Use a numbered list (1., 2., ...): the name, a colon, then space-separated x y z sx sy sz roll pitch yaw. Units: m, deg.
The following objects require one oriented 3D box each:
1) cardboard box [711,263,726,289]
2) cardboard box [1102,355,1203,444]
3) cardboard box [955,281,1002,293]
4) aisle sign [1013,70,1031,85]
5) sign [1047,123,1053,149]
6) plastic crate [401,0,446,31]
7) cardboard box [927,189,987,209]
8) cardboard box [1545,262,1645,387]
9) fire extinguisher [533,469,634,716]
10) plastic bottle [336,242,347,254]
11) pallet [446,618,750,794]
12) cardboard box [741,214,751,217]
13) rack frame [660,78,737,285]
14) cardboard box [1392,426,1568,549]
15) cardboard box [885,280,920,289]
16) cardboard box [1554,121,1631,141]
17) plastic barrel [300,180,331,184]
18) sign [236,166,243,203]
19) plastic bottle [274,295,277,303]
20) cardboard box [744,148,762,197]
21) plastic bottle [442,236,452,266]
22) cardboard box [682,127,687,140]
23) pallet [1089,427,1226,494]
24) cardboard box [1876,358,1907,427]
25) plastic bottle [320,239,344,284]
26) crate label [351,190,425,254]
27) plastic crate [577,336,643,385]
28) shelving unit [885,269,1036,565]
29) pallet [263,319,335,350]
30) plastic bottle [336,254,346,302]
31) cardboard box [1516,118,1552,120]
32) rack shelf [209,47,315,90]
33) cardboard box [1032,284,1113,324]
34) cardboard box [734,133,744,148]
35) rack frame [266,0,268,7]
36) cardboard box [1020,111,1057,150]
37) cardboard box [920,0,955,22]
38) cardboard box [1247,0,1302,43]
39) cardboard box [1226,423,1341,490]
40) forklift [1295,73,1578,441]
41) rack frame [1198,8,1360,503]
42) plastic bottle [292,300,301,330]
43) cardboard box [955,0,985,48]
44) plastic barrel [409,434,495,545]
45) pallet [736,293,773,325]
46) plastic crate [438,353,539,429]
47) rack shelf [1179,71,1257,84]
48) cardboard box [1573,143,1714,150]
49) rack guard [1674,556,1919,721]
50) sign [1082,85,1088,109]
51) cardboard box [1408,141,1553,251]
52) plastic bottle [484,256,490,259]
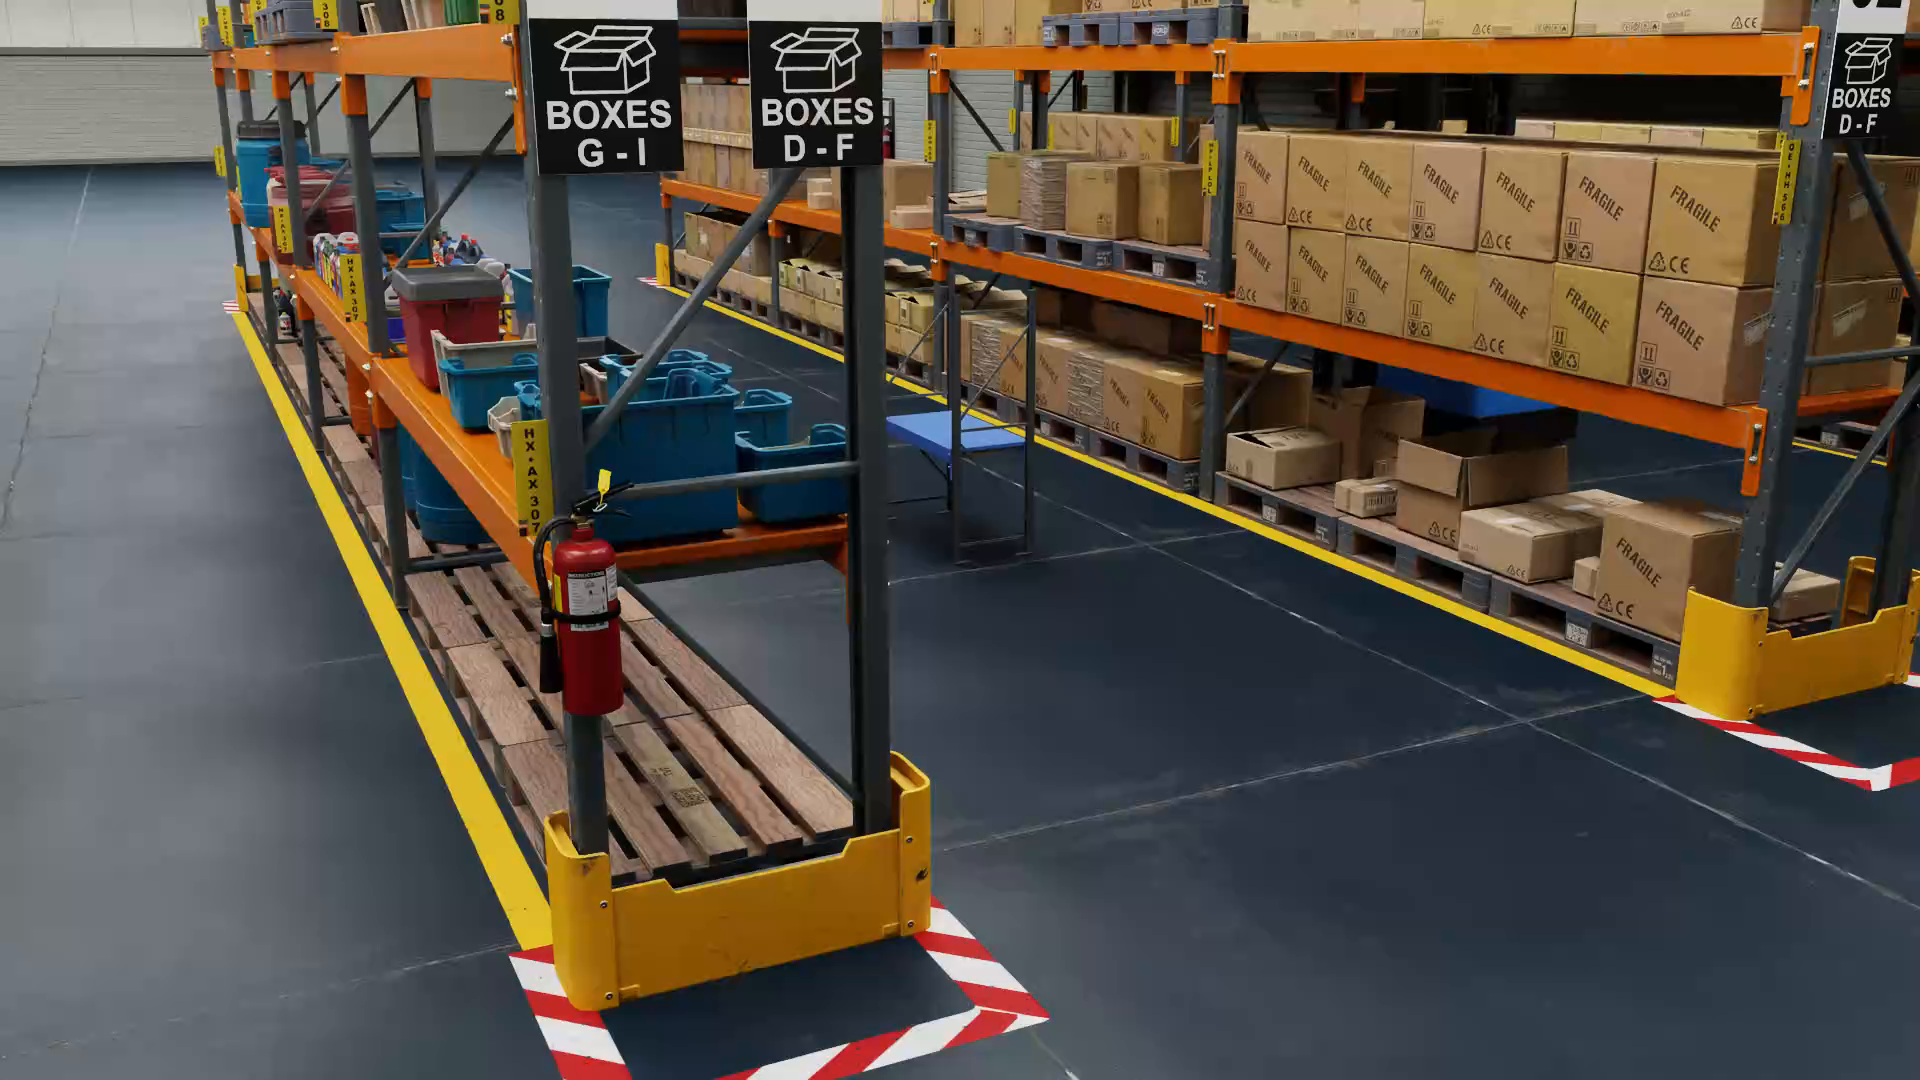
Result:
1. cardboard box: -2.560 -3.075 19.252 0.500 0.250 0.500 -8 18 -25
2. cardboard box: 1.324 -0.973 11.437 0.500 0.500 0.500 -8 18 -25
3. cardboard box: 0.051 -2.188 15.143 0.500 0.311 0.500 -8 18 -26
4. aisle sign: 0.899 -6.558 22.451 0.394 0.787 0.004 -8 18 -25
5. sign: 0.738 -3.330 13.960 0.100 0.325 0.005 -8 18 -25
6. plastic crate: -1.824 -1.960 6.181 0.437 0.136 0.530 -8 18 -25
7. cardboard box: 0.036 -2.946 14.739 0.500 0.311 0.500 -8 18 -26
8. cardboard box: 3.087 -1.014 7.665 0.500 0.500 0.500 -7 18 -24
9. fire extinguisher: -1.038 0.147 4.618 0.296 0.674 0.183 -8 18 -25
10. plastic bottle: -4.018 -1.798 10.812 0.097 0.271 0.097 0 16 0
11. pallet: -1.553 0.667 7.044 1.003 0.211 1.213 -8 18 -25
12. cardboard box: -2.297 -3.624 19.807 0.500 0.500 0.500 -8 18 -25
13. rack frame: -3.251 -4.727 20.785 1.000 3.000 0.127 -8 18 -25
14. cardboard box: 2.834 -0.298 9.079 0.797 0.503 0.637 -8 18 -25
15. cardboard box: -0.649 -2.247 15.349 0.500 0.311 0.500 -8 18 -25
16. cardboard box: 5.361 -3.378 13.967 0.500 0.250 0.500 -8 18 -26
17. plastic barrel: -5.028 -2.533 12.937 0.421 0.512 0.421 0 16 0
18. sign: -6.452 -3.207 14.986 0.100 0.325 0.005 -8 18 -25
19. plastic bottle: -6.687 -2.251 16.284 0.061 0.283 0.133 -6 17 -21
20. cardboard box: -1.935 -4.023 18.149 0.700 0.500 0.500 -8 18 -25
21. plastic bottle: -3.419 -1.899 11.163 0.097 0.271 0.097 0 16 0
22. cardboard box: -3.154 -4.898 20.025 0.380 0.149 0.250 -8 18 -26
23. pallet: 1.616 -0.608 11.488 1.003 0.211 1.213 -8 18 -25
24. cardboard box: 6.910 -1.029 11.668 0.700 0.500 0.500 -8 18 -25
25. plastic bottle: -4.099 -1.825 10.897 0.152 0.276 0.135 -8 18 -25
26. crate label: -4.392 -2.442 12.757 0.502 0.435 0.616 -8 18 -25
27. plastic crate: -1.716 -0.805 7.509 0.437 0.125 0.590 -8 18 -25
28. shelving unit: -0.037 -0.742 9.617 0.538 1.500 1.048 -8 18 -25
29. pallet: -6.209 -1.969 16.229 1.003 0.211 1.213 -8 18 -25
30. plastic bottle: -3.694 -1.596 10.099 0.152 0.276 0.135 -8 18 -25
31. cardboard box: 4.909 -3.627 14.836 0.500 0.250 0.500 -8 18 -26
32. rack shelf: -6.829 -4.730 16.660 1.077 0.370 4.000 -8 18 -25
33. cardboard box: 0.903 -1.897 13.297 0.500 0.250 0.500 -7 17 -23
34. cardboard box: -2.254 -4.389 18.250 0.380 0.149 0.250 -8 18 -25
35. rack frame: -4.200 -5.029 10.962 1.000 3.000 0.127 -8 18 -25
36. cardboard box: 1.140 -5.470 22.250 0.500 0.500 0.500 -8 18 -25
37. cardboard box: 0.005 -4.421 13.790 0.500 0.250 0.500 -9 18 -29
38. cardboard box: 1.997 -2.971 9.499 0.500 0.250 0.500 -8 18 -25
39. cardboard box: 1.996 -0.540 10.273 0.500 0.311 0.500 -8 18 -25
40. forklift: 3.372 -2.395 12.781 1.130 2.935 3.031 -8 18 -26
41. rack frame: 2.006 -1.752 10.416 1.000 3.000 0.127 -8 18 -25
42. plastic bottle: -6.364 -2.218 16.047 0.144 0.351 0.185 -8 18 -25
43. cardboard box: 0.475 -4.129 13.082 0.910 0.500 0.500 -8 18 -25
44. plastic barrel: -2.671 -0.484 9.042 0.600 0.901 0.708 -8 18 -25
45. pallet: -1.809 -2.597 18.418 1.003 0.211 1.213 -8 18 -25
46. plastic crate: -1.826 -0.589 6.559 0.416 0.233 0.300 -8 18 -25
47. rack shelf: 3.829 -4.935 17.375 1.077 0.370 4.000 -8 18 -25
48. cardboard box: 3.351 -1.684 8.186 0.500 0.500 0.500 -7 18 -24
49. rack guard: 3.725 0.423 7.371 1.175 0.500 0.348 -8 18 -25
50. sign: 1.708 -6.097 22.887 0.100 0.325 0.005 -8 18 -25
51. cardboard box: 2.638 -1.746 8.403 0.500 0.500 0.500 -7 17 -23
52. plastic bottle: -2.842 -1.572 10.024 0.097 0.271 0.097 0 16 0
